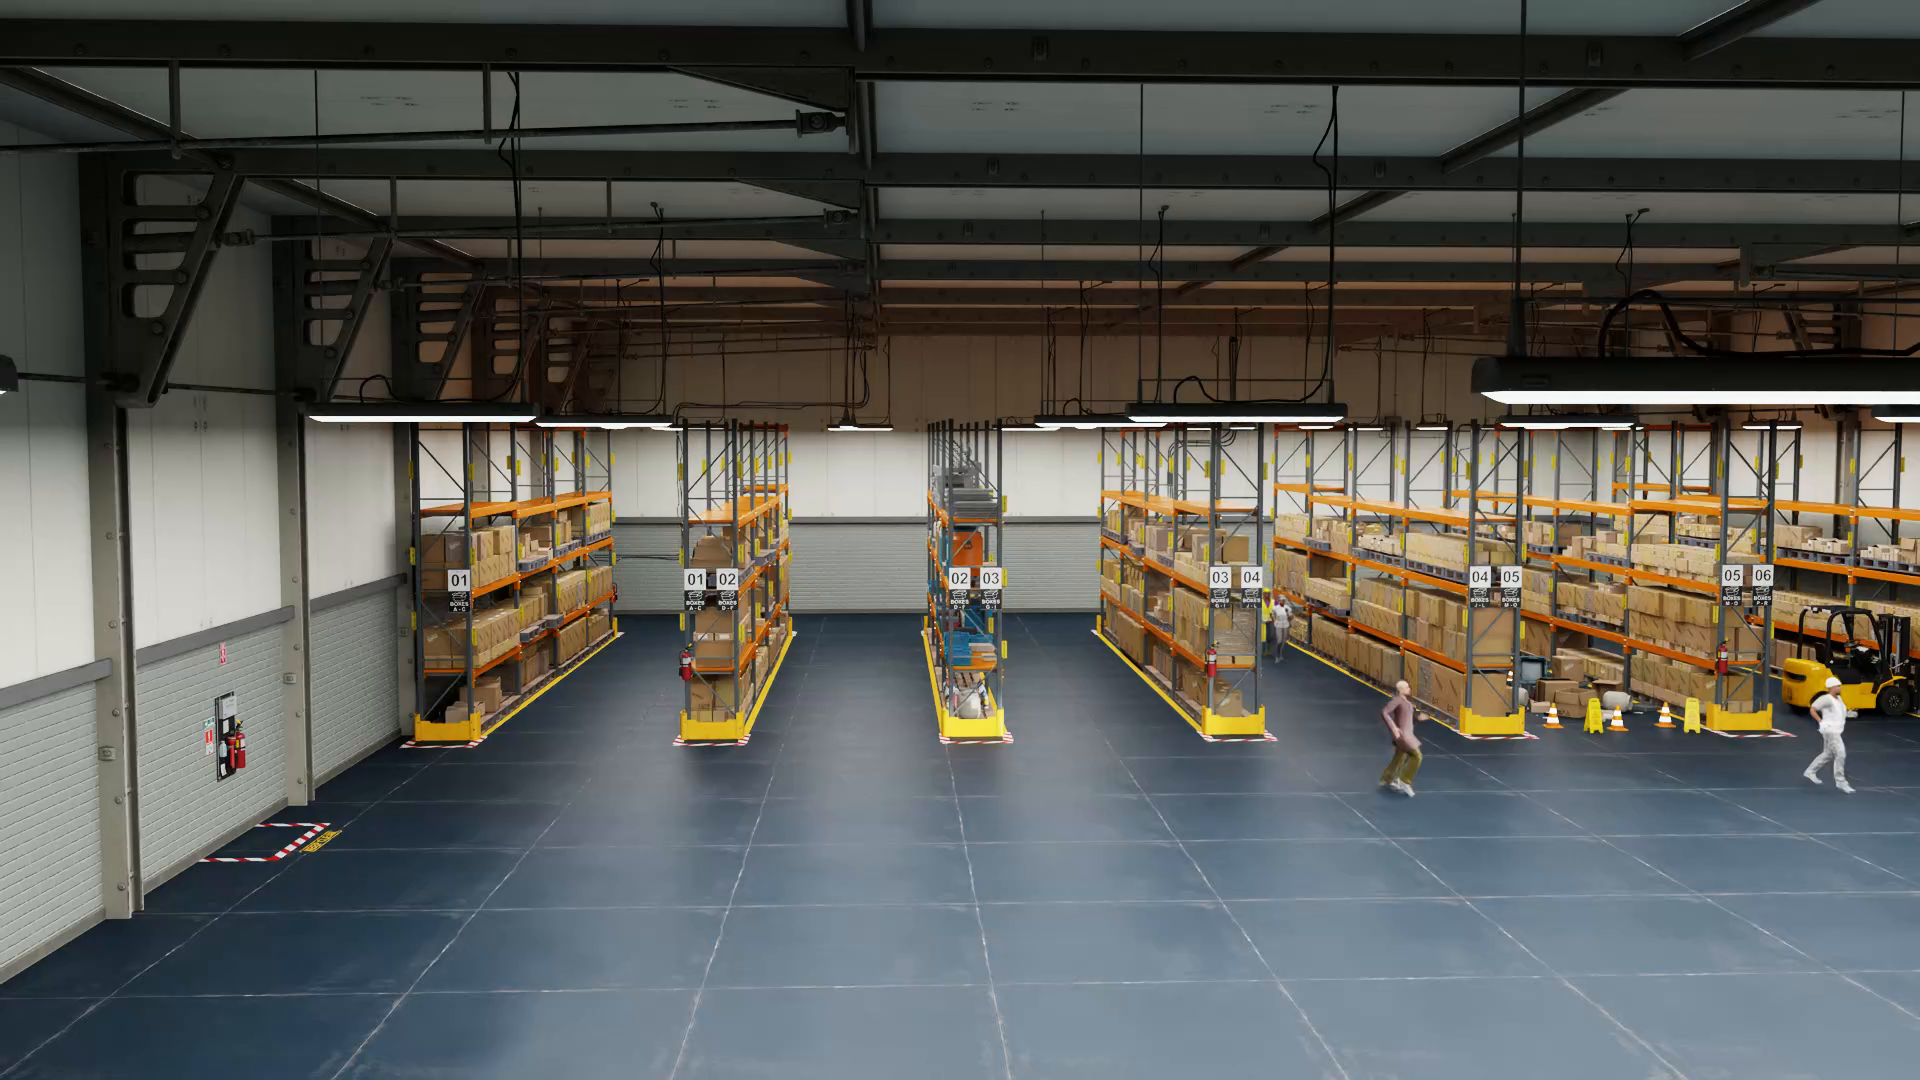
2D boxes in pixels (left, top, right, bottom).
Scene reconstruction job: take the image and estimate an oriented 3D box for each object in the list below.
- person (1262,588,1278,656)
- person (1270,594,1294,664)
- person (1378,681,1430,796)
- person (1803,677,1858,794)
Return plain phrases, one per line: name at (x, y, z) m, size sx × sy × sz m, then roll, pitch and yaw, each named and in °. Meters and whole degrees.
person at (7.918, 2.111, 42.971) m, size 0.707 × 1.726 × 0.753 m, roll 0°, pitch 4°, yaw -2°
person at (8.052, 2.224, 41.552) m, size 0.566 × 1.750 × 0.725 m, roll 0°, pitch 4°, yaw 0°
person at (7.049, 3.148, 26.420) m, size 0.798 × 1.823 × 0.671 m, roll 2°, pitch 4°, yaw 23°
person at (14.001, 3.109, 26.724) m, size 0.818 × 1.818 × 0.668 m, roll 3°, pitch 5°, yaw 41°
